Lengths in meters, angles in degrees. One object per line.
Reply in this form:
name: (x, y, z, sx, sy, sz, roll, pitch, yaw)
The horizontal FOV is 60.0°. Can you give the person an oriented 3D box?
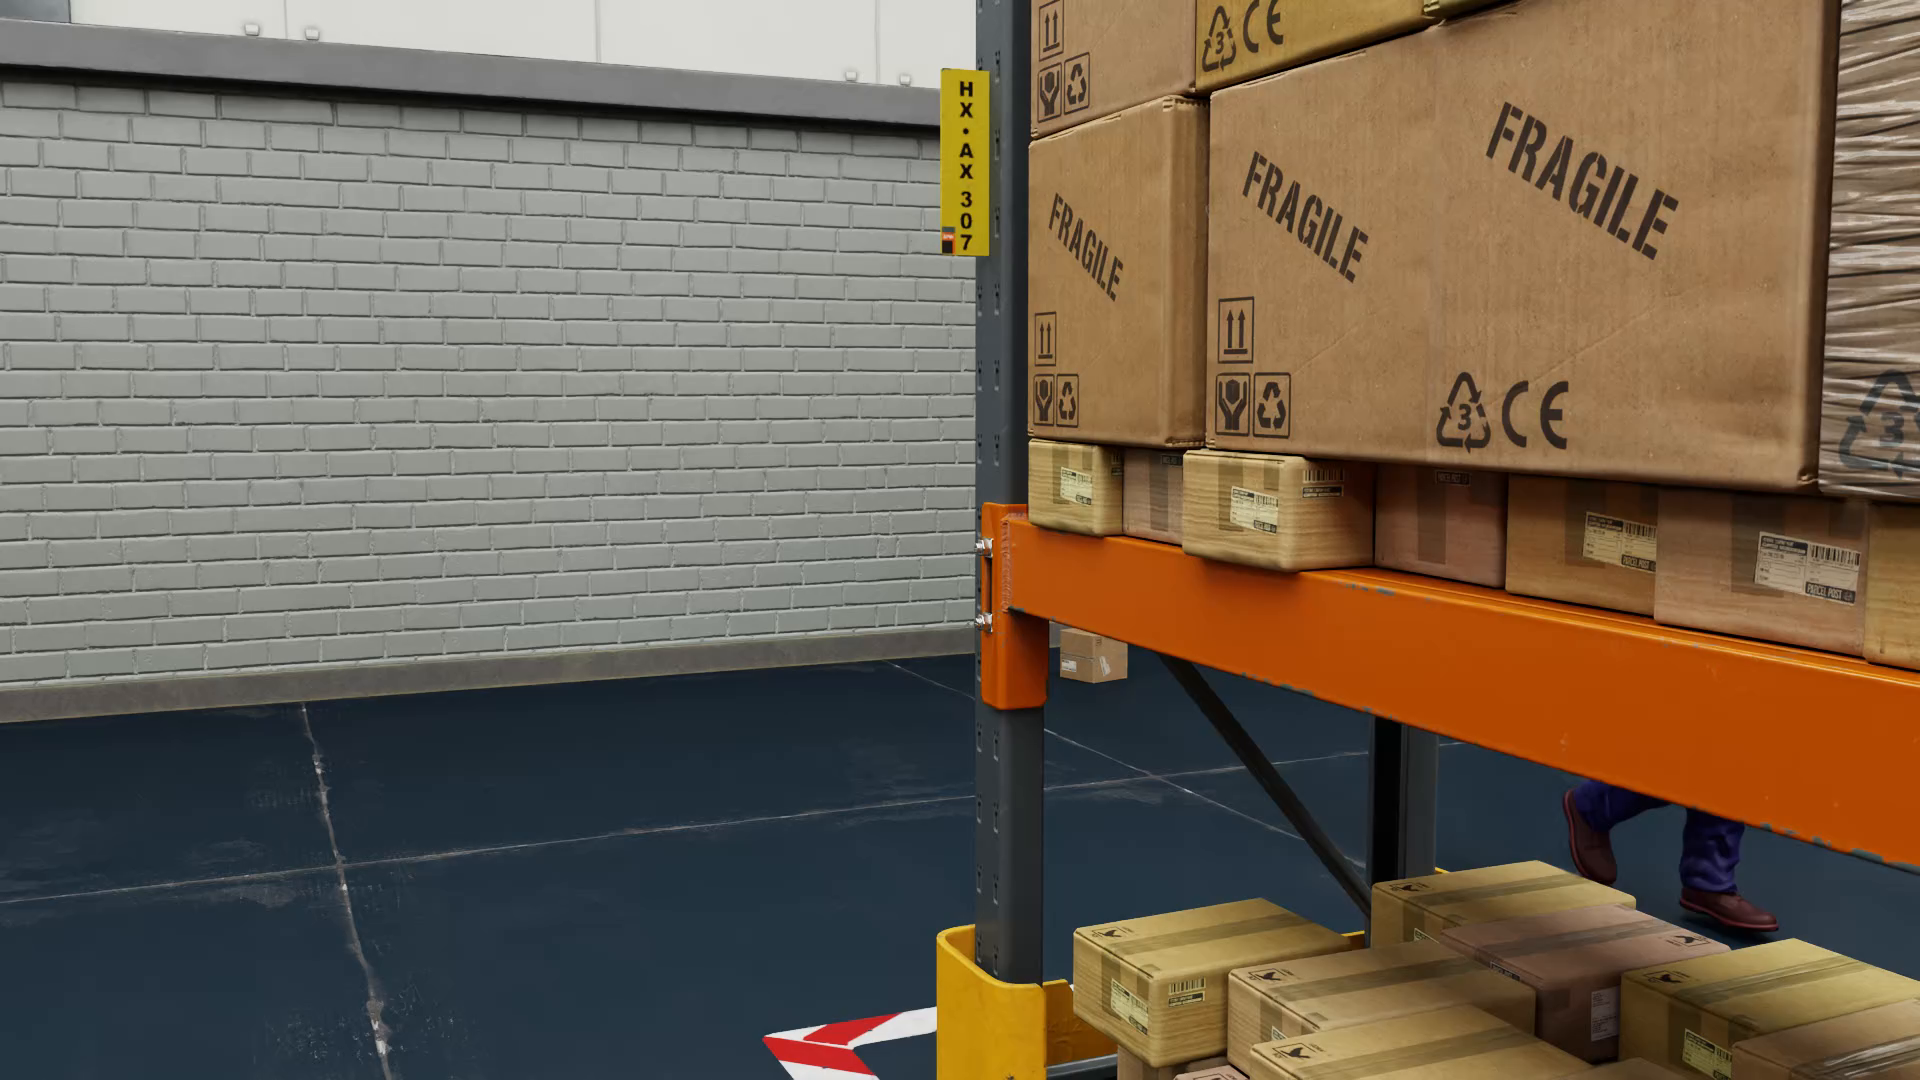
person: (2.043, 0.255, 4.717, 0.474, 1.635, 0.577, -3, 6, -26)
